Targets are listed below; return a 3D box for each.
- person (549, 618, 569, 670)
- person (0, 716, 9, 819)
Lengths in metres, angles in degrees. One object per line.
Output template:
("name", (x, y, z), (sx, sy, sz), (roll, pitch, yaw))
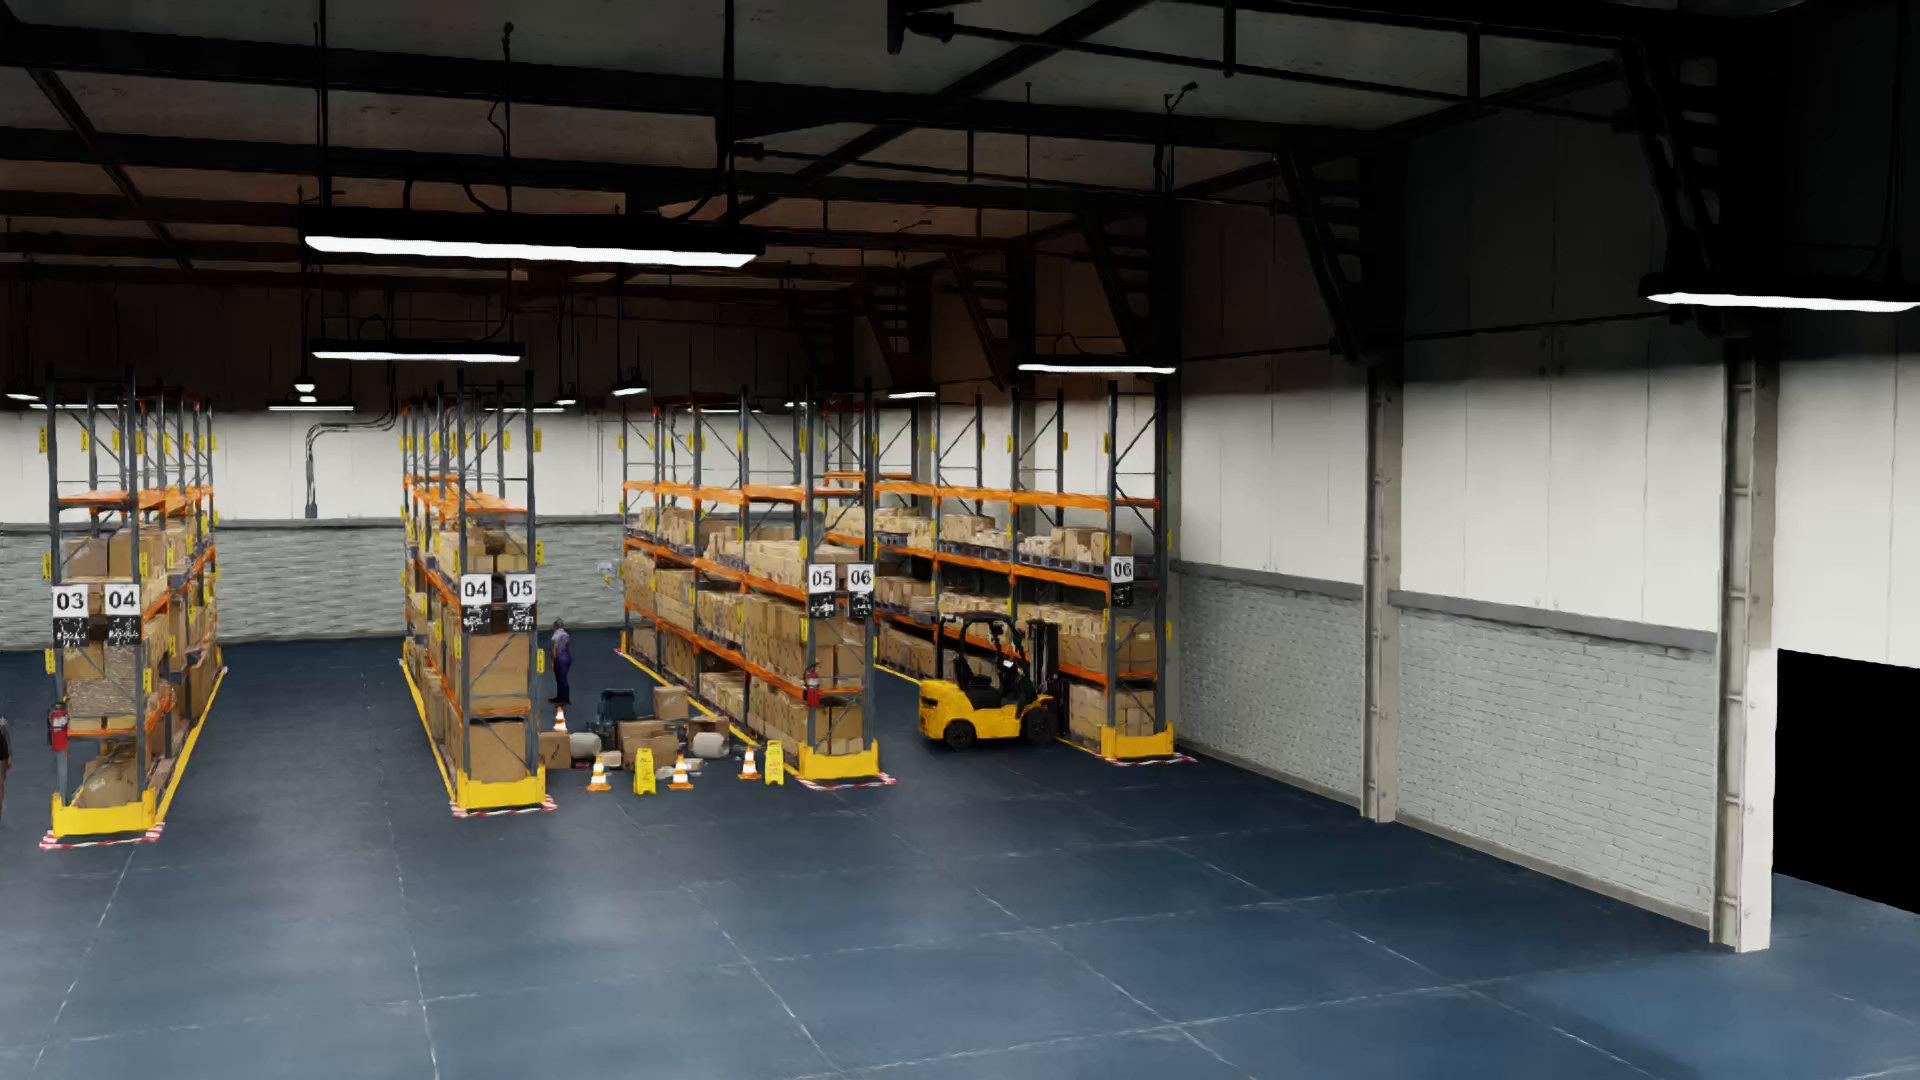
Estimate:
("person", (-7.659, 1.975, 31.743), (0.293, 0.967, 0.565), (1, 3, 10))
("person", (-19.827, 2.573, 29.186), (9.278, 1.426, 19.567), (-1, 4, -18))
